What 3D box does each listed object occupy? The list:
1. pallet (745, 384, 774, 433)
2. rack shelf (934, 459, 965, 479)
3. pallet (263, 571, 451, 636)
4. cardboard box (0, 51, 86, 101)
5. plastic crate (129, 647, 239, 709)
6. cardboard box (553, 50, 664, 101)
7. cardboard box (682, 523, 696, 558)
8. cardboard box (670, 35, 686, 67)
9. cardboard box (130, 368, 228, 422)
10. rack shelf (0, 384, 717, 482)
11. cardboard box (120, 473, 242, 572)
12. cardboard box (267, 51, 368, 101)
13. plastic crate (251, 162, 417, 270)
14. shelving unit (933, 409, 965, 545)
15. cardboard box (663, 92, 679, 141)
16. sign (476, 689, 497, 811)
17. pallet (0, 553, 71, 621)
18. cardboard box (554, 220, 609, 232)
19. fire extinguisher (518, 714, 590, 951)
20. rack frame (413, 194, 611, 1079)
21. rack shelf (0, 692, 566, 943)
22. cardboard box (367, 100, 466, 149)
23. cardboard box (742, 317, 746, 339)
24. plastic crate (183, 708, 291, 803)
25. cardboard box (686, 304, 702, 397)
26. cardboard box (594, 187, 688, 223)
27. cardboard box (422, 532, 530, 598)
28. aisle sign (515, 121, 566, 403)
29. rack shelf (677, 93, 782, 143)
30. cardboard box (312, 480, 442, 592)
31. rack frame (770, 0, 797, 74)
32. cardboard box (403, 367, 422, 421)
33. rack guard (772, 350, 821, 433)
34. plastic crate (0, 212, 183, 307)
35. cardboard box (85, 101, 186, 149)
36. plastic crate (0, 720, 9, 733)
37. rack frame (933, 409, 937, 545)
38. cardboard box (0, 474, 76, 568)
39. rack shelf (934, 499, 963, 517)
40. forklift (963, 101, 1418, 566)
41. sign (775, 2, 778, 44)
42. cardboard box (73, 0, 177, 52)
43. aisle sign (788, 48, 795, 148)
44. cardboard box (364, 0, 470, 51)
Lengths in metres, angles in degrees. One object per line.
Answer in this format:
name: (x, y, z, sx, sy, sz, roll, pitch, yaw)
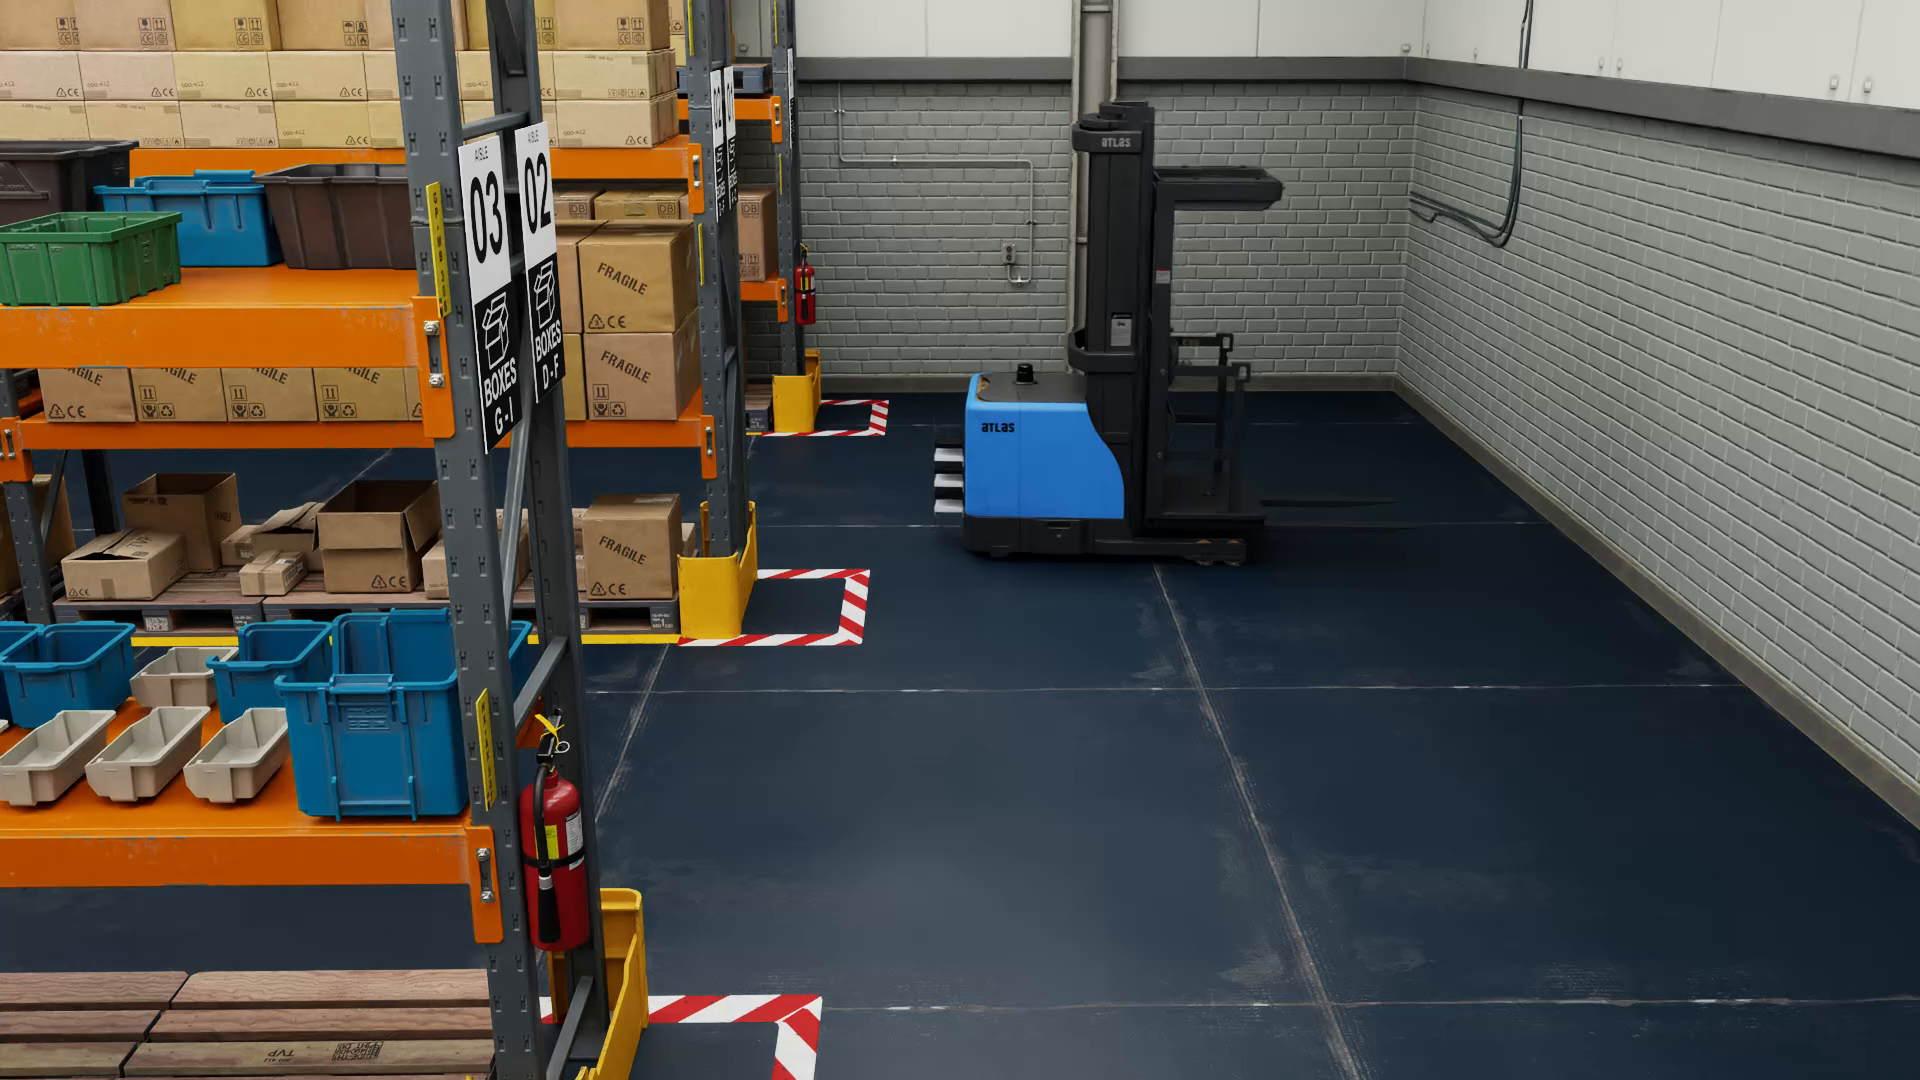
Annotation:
pallet: (-2.280, -1.183, 14.889, 1.213, 0.211, 1.003, 0, 18, -1)
rack shelf: (-0.072, -0.484, 11.399, 0.200, 0.077, 0.258, 1, 18, 2)
pallet: (-3.490, 0.312, 10.230, 1.213, 0.211, 1.003, 0, 18, -1)
cardboard box: (-4.909, -2.528, 9.032, 0.500, 0.250, 0.500, 0, 18, -1)
plastic crate: (-2.578, 0.465, 5.522, 0.298, 0.136, 0.250, 0, 18, -1)
cardboard box: (-1.910, -2.540, 9.071, 0.500, 0.250, 0.500, 0, 18, -1)
cardboard box: (-1.824, 0.020, 10.523, 0.250, 0.149, 0.380, 0, 18, -1)
cardboard box: (-2.210, -4.058, 13.771, 0.500, 0.250, 0.500, 0, 18, 1)
cardboard box: (-4.374, -0.976, 9.517, 0.500, 0.500, 0.500, 0, 18, 0)
rack shelf: (-3.400, -0.673, 9.913, 4.000, 0.370, 1.077, 0, 18, -1)
cardboard box: (-4.834, -0.115, 10.367, 0.500, 0.500, 0.500, 0, 18, -1)
cardboard box: (-3.409, -2.532, 9.046, 0.500, 0.250, 0.500, 0, 18, -1)
plastic crate: (-1.715, -0.962, 4.939, 0.590, 0.269, 0.497, 0, 18, -1)
shelving unit: (-0.072, -0.430, 11.416, 0.210, 0.900, 0.258, 1, 18, 2)
cardboard box: (-1.918, -2.457, 9.633, 0.500, 0.250, 0.500, 0, 18, -1)
sign: (-1.301, 0.578, 4.569, 0.005, 0.325, 0.100, 0, 18, -1)
pallet: (-6.212, 0.337, 10.151, 1.213, 0.211, 1.003, 0, 18, -1)
cardboard box: (-2.370, -1.623, 9.895, 0.500, 0.500, 0.500, 0, 18, 0)
fire extinguisher: (-1.168, 0.840, 4.756, 0.183, 0.674, 0.296, 0, 18, -1)
rack frame: (-1.325, 0.487, 5.117, 0.127, 3.000, 1.000, 0, 18, -1)
rack shelf: (-3.325, 0.840, 5.197, 4.000, 0.370, 1.077, 0, 18, -1)
cardboard box: (-2.909, -2.294, 9.122, 0.500, 0.250, 0.500, 0, 18, -1)
cardboard box: (-2.058, -1.885, 14.855, 0.250, 0.149, 0.380, 0, 18, 0)
plastic crate: (-2.138, 0.644, 4.964, 0.243, 0.136, 0.396, 0, 18, -1)
cardboard box: (-1.848, -1.151, 10.063, 0.500, 0.500, 0.500, 0, 18, 0)
cardboard box: (-2.719, -2.669, 14.465, 0.700, 0.700, 0.980, 0, 18, -1)
cardboard box: (-2.890, 0.148, 9.958, 0.500, 0.250, 0.500, 0, 18, -1)
aisle sign: (-1.258, -0.841, 5.004, 0.004, 0.787, 0.394, 0, 18, -1)
rack shelf: (-3.482, -3.614, 14.171, 4.000, 0.370, 1.077, 0, 18, -1)
cardboard box: (-3.521, -0.038, 10.121, 0.637, 0.503, 0.797, 0, 18, -1)
rack frame: (-1.482, -5.395, 13.633, 0.127, 3.000, 1.000, 0, 18, -1)
cardboard box: (-2.861, -0.983, 9.539, 0.500, 0.500, 0.500, 0, 18, 0)
rack guard: (-1.458, -1.348, 14.932, 0.348, 0.500, 1.175, 0, 18, -1)
plastic crate: (-2.307, -0.748, 4.405, 0.336, 0.188, 0.450, 0, 18, -1)
cardboard box: (-4.409, -2.291, 9.113, 0.500, 0.250, 0.500, 0, 18, -1)
plastic crate: (-3.002, 0.657, 4.924, 0.250, 0.136, 0.298, 0, 18, -1)
rack frame: (-0.173, -0.432, 11.420, 0.006, 0.900, 0.240, 1, 18, 2)
cardboard box: (-5.887, -0.097, 10.313, 0.500, 0.500, 0.500, -1, 18, -3)
rack shelf: (-0.072, -0.227, 11.481, 0.200, 0.077, 0.258, 1, 18, 2)
forklift: (1.555, -1.391, 11.085, 3.031, 2.935, 1.130, 1, 18, 2)
sign: (-1.487, -4.185, 13.452, 0.005, 0.325, 0.100, 0, 18, -1)
cardboard box: (-4.412, -2.931, 9.063, 0.500, 0.500, 0.700, 0, 18, -1)
aisle sign: (-1.405, -3.685, 13.868, 0.004, 0.787, 0.394, 0, 18, -1)
cardboard box: (-2.913, -2.958, 9.148, 0.500, 0.500, 0.700, 0, 18, -1)
